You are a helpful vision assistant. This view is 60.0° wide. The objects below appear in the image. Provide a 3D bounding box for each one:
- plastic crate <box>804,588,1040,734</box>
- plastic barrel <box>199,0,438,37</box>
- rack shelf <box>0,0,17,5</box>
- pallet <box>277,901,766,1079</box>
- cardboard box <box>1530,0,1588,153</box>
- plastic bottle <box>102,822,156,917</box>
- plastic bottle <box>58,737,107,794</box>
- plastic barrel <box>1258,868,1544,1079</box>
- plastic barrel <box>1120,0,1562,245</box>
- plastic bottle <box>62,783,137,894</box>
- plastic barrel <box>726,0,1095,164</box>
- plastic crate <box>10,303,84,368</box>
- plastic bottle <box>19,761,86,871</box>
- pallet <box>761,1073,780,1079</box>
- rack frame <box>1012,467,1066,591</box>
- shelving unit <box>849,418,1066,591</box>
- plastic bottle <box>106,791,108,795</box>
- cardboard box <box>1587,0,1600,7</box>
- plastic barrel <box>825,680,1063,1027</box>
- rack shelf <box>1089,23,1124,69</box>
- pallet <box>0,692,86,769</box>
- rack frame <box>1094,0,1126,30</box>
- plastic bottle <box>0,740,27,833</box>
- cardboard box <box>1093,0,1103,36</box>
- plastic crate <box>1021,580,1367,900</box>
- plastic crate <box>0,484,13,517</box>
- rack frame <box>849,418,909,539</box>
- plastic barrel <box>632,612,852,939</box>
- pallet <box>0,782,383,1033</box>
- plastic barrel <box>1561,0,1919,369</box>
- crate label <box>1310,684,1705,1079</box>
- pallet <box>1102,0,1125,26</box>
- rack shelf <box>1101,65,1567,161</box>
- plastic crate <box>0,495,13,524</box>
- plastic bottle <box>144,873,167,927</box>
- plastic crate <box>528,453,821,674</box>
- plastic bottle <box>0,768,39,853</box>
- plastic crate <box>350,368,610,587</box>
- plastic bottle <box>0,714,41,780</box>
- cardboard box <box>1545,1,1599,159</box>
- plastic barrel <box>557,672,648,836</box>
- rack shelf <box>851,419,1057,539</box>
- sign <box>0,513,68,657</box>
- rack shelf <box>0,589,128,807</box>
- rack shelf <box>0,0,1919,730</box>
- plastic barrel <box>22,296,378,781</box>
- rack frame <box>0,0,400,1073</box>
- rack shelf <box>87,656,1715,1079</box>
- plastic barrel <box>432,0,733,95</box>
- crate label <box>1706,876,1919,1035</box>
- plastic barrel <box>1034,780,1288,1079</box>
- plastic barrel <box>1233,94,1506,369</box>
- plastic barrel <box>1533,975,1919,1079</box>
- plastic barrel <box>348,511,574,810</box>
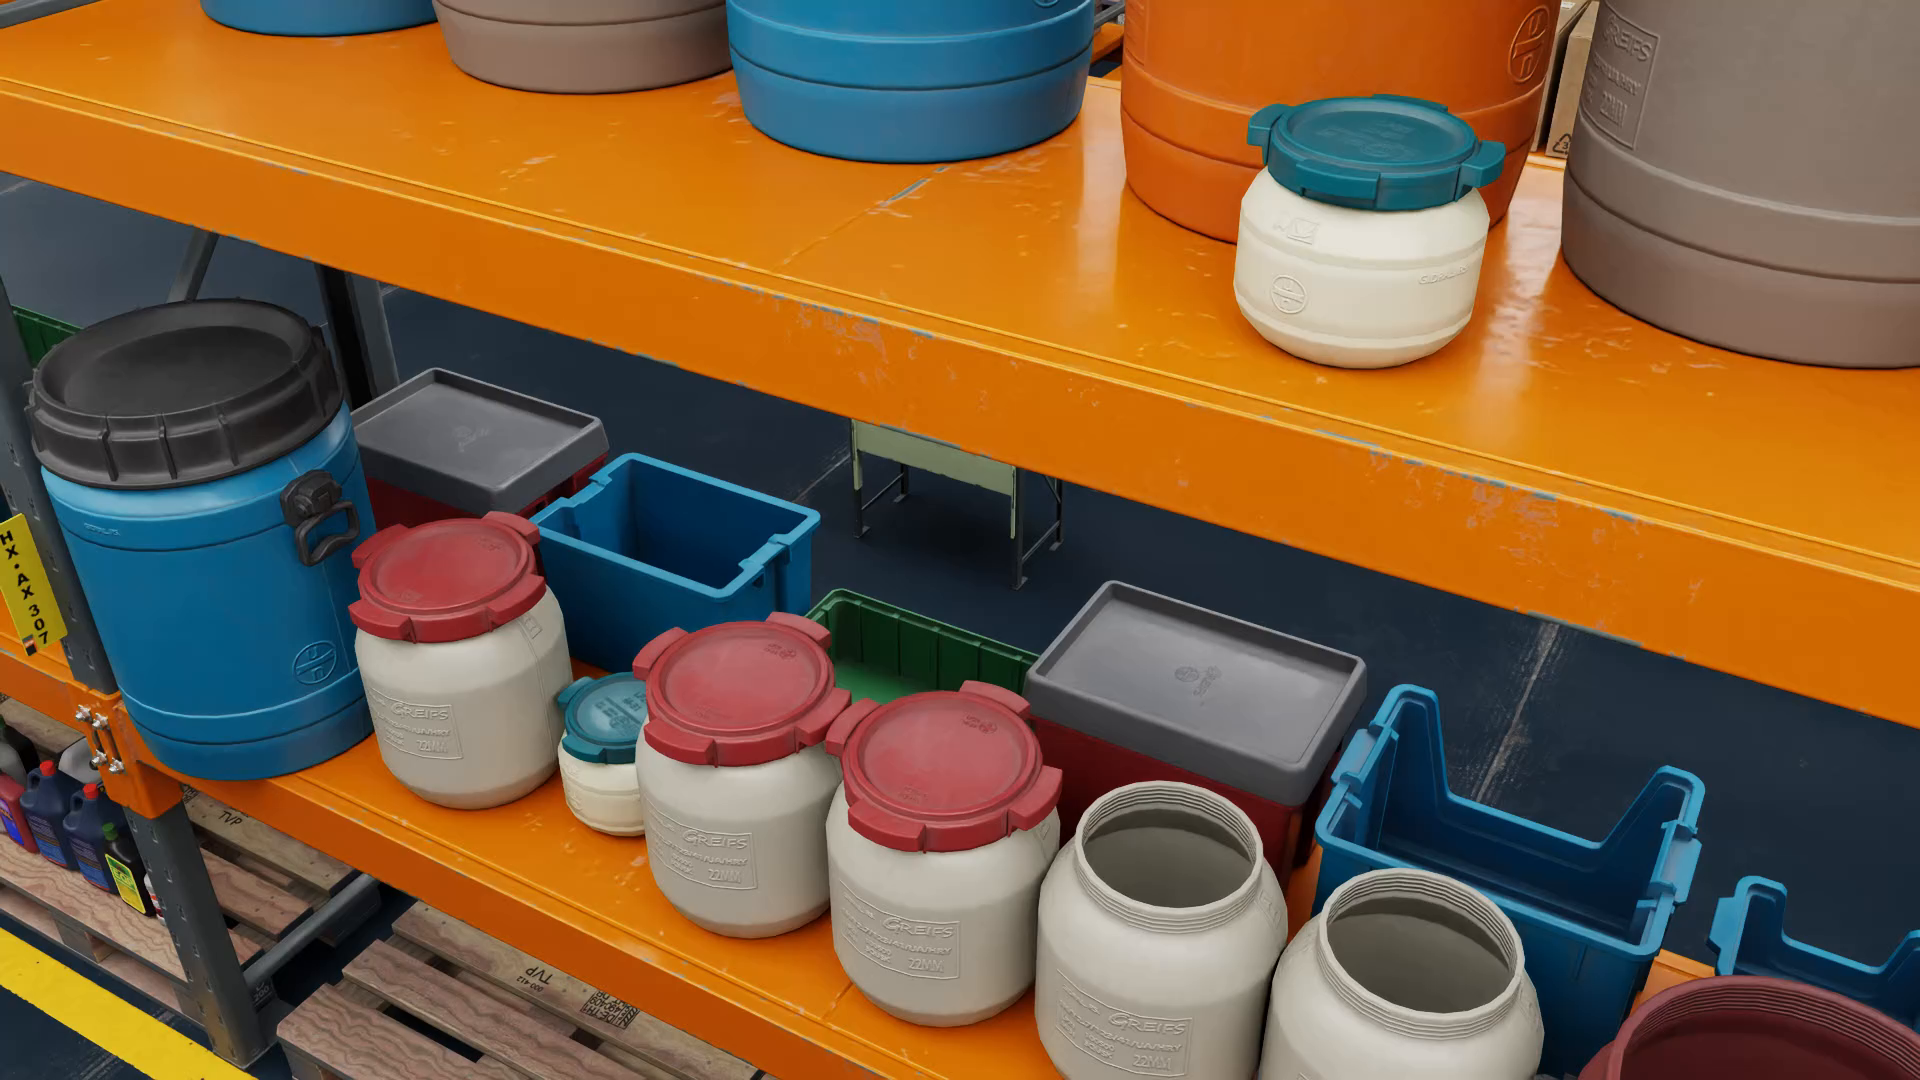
[{"bbox_3d":[-0.113,0.386,3.656,0.662,0.188,0.450,18,37,24],"label":"plastic crate"},{"bbox_3d":[-1.216,-1.467,3.089,0.708,0.901,0.600,18,37,24],"label":"plastic barrel"},{"bbox_3d":[-3.501,-1.545,4.306,4.000,0.370,1.077,18,37,24],"label":"rack shelf"},{"bbox_3d":[-1.064,1.312,4.589,1.213,0.211,1.003,18,37,24],"label":"pallet"},{"bbox_3d":[2.247,-1.968,6.909,0.500,0.500,0.500,18,38,24],"label":"cardboard box"},{"bbox_3d":[-2.346,0.928,4.703,0.133,0.283,0.061,20,38,27],"label":"plastic bottle"},{"bbox_3d":[-2.582,0.736,4.999,0.135,0.276,0.152,18,37,24],"label":"plastic bottle"},{"bbox_3d":[0.709,0.828,2.700,0.421,0.512,0.421,0,34,0],"label":"plastic barrel"},{"bbox_3d":[0.535,-0.883,2.276,0.708,0.830,0.600,18,37,24],"label":"plastic barrel"},{"bbox_3d":[-2.467,0.836,4.782,0.185,0.351,0.144,17,37,23],"label":"plastic bottle"},{"bbox_3d":[-0.080,-1.108,2.548,0.708,0.901,0.600,18,37,24],"label":"plastic barrel"},{"bbox_3d":[-2.803,-0.466,4.935,0.662,0.188,0.450,18,37,24],"label":"plastic crate"},{"bbox_3d":[-2.634,0.783,4.861,0.185,0.351,0.144,16,37,22],"label":"plastic bottle"},{"bbox_3d":[0.000,1.647,4.086,1.213,0.211,1.003,18,37,24],"label":"pallet"},{"bbox_3d":[0.312,-0.525,6.186,0.023,1.500,0.400,18,37,24],"label":"rack frame"},{"bbox_3d":[-0.006,-0.626,6.337,0.755,1.500,0.431,18,37,24],"label":"shelving unit"},{"bbox_3d":[-2.396,0.766,4.886,0.185,0.351,0.144,18,37,24],"label":"plastic bottle"},{"bbox_3d":[4.272,-3.643,11.373,0.500,0.500,0.700,17,37,23],"label":"cardboard box"},{"bbox_3d":[-0.030,0.587,3.039,0.433,0.535,0.433,0,34,0],"label":"plastic barrel"},{"bbox_3d":[-1.040,-2.679,8.715,4.000,0.370,1.077,18,37,24],"label":"rack shelf"},{"bbox_3d":[-3.391,0.575,5.695,1.213,0.211,1.003,18,37,24],"label":"pallet"},{"bbox_3d":[0.696,-2.428,7.690,0.127,3.000,1.000,18,37,24],"label":"rack frame"},{"bbox_3d":[-2.914,0.694,4.995,0.185,0.351,0.144,17,37,24],"label":"plastic bottle"},{"bbox_3d":[0.308,-2.589,7.841,0.500,0.500,0.700,17,37,23],"label":"cardboard box"},{"bbox_3d":[0.457,0.436,3.331,0.583,0.464,0.402,18,37,24],"label":"plastic crate"},{"bbox_3d":[-2.156,-0.225,4.437,0.504,0.338,0.767,18,37,24],"label":"plastic crate"},{"bbox_3d":[-0.324,-0.727,6.488,0.023,1.500,0.400,18,37,24],"label":"rack frame"},{"bbox_3d":[-0.406,0.468,3.218,0.433,0.535,0.433,0,34,0],"label":"plastic barrel"},{"bbox_3d":[-2.327,0.910,5.192,1.213,0.211,1.003,18,37,24],"label":"pallet"},{"bbox_3d":[1.103,-0.733,1.986,0.600,0.901,0.600,0,34,0],"label":"plastic barrel"},{"bbox_3d":[0.980,0.636,3.056,0.616,0.435,0.502,18,37,24],"label":"crate label"},{"bbox_3d":[1.487,-4.155,12.799,1.213,0.211,1.003,18,37,24],"label":"pallet"},{"bbox_3d":[2.433,-1.579,7.063,4.000,0.370,1.077,18,37,24],"label":"rack shelf"},{"bbox_3d":[-2.860,-0.157,4.414,0.616,0.251,0.499,18,37,24],"label":"plastic crate"},{"bbox_3d":[-2.234,0.986,4.690,0.097,0.201,0.097,0,34,0],"label":"plastic bottle"},{"bbox_3d":[-0.653,0.115,3.886,0.575,0.384,0.392,18,37,24],"label":"plastic crate"},{"bbox_3d":[-2.796,0.786,4.917,0.133,0.283,0.061,20,39,27],"label":"plastic bottle"},{"bbox_3d":[-1.193,-0.086,4.115,0.583,0.464,0.402,18,37,24],"label":"plastic crate"},{"bbox_3d":[-2.886,0.666,5.098,0.133,0.283,0.061,18,37,24],"label":"plastic bottle"},{"bbox_3d":[2.704,-1.823,6.692,0.500,0.500,0.500,16,37,22],"label":"cardboard box"},{"bbox_3d":[-0.692,0.450,3.493,0.301,0.262,0.301,0,34,0],"label":"plastic barrel"},{"bbox_3d":[-0.006,-0.355,6.518,0.720,0.370,0.431,18,37,24],"label":"rack shelf"},{"bbox_3d":[-2.047,0.101,3.642,0.005,0.325,0.100,18,37,24],"label":"sign"},{"bbox_3d":[-3.501,-0.296,5.137,4.000,0.370,1.077,18,37,24],"label":"rack shelf"},{"bbox_3d":[-0.028,-0.445,2.654,4.000,0.370,1.077,18,37,24],"label":"rack shelf"},{"bbox_3d":[-1.580,-0.002,3.595,0.708,0.901,0.600,18,37,24],"label":"plastic barrel"},{"bbox_3d":[-1.765,-0.046,4.112,0.127,3.000,1.000,18,37,24],"label":"rack frame"},{"bbox_3d":[-0.028,0.804,3.485,4.000,0.370,1.077,18,37,24],"label":"rack shelf"},{"bbox_3d":[-0.648,-1.287,2.818,0.600,0.901,0.600,0,34,0],"label":"plastic barrel"},{"bbox_3d":[1.528,0.828,2.951,0.416,0.233,0.303,18,37,24],"label":"crate label"},{"bbox_3d":[0.343,0.712,2.874,0.421,0.512,0.421,0,34,0],"label":"plastic barrel"},{"bbox_3d":[0.488,-0.374,2.024,0.301,0.262,0.301,0,34,0],"label":"plastic barrel"},{"bbox_3d":[1.155,1.016,2.395,0.708,0.536,0.600,18,37,24],"label":"plastic barrel"},{"bbox_3d":[-1.043,0.267,3.521,0.433,0.535,0.433,0,34,0],"label":"plastic barrel"}]
